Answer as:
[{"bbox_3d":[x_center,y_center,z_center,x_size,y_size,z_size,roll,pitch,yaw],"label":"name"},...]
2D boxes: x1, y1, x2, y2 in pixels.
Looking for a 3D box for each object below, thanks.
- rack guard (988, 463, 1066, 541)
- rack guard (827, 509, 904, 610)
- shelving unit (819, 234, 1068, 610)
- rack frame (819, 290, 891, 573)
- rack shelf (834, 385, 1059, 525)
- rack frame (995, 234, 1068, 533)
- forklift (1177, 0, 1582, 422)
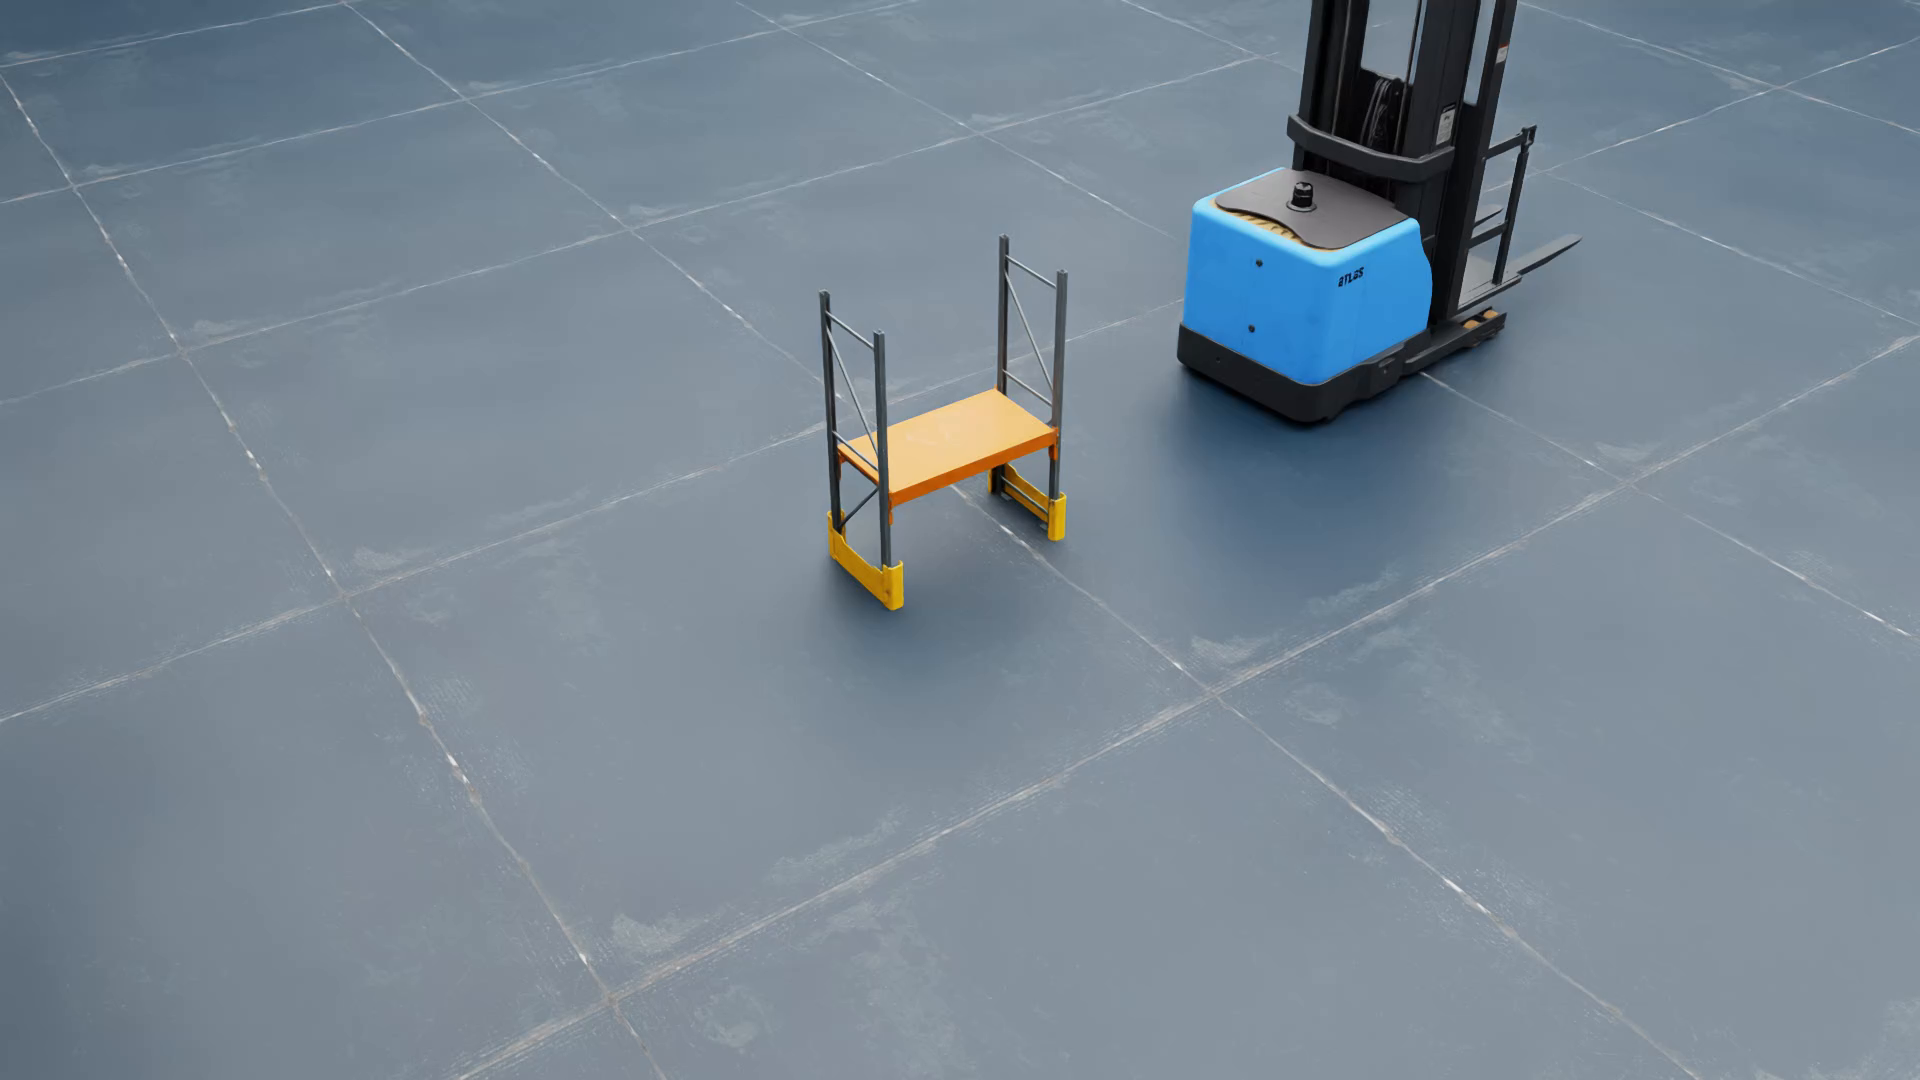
[{"bbox_3d":[0.345,-0.243,8.688,0.087,0.250,0.587,-22,41,-28],"label":"rack guard"},{"bbox_3d":[-0.469,0.092,8.222,0.087,0.250,0.587,-22,41,-28],"label":"rack guard"},{"bbox_3d":[-0.062,-0.583,8.090,1.083,1.500,0.587,-22,41,-28],"label":"shelving unit"},{"bbox_3d":[-0.485,-0.409,7.848,0.032,1.500,0.500,-22,41,-28],"label":"rack frame"},{"bbox_3d":[-0.070,-0.434,8.191,1.000,0.185,0.538,-22,41,-28],"label":"rack shelf"},{"bbox_3d":[0.346,-0.751,8.323,0.032,1.500,0.500,-22,41,-28],"label":"rack frame"},{"bbox_3d":[2.744,-2.578,9.638,3.031,2.935,1.130,-27,44,-32],"label":"forklift"}]
